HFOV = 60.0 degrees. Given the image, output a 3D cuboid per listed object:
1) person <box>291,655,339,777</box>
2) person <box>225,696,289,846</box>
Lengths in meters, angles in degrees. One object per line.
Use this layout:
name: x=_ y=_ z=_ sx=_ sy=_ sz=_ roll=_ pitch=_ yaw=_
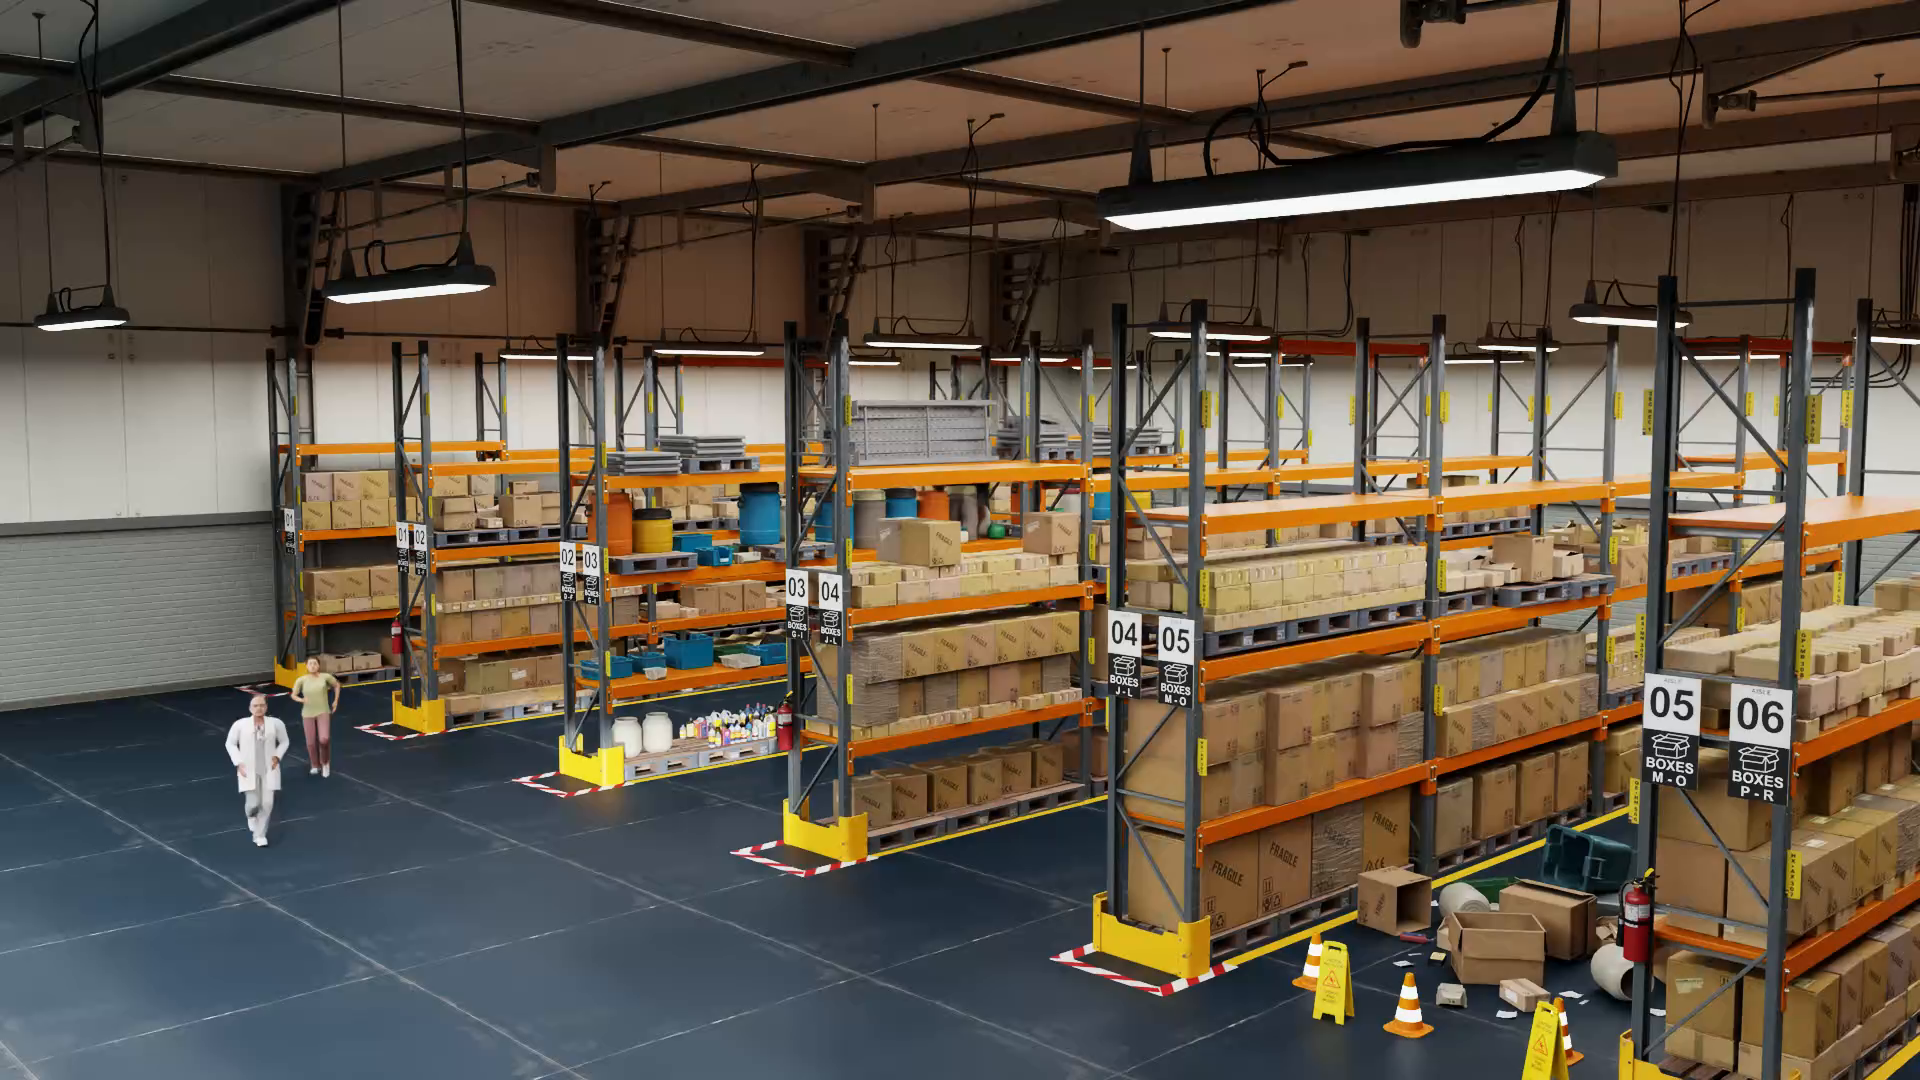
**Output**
person: x=-8.707 y=2.384 z=22.468 sx=0.612 sy=1.668 sz=0.640 roll=-2 pitch=5 yaw=-18
person: x=-8.080 y=2.653 z=19.175 sx=0.675 sy=1.724 sz=0.642 roll=-3 pitch=6 yaw=-30
